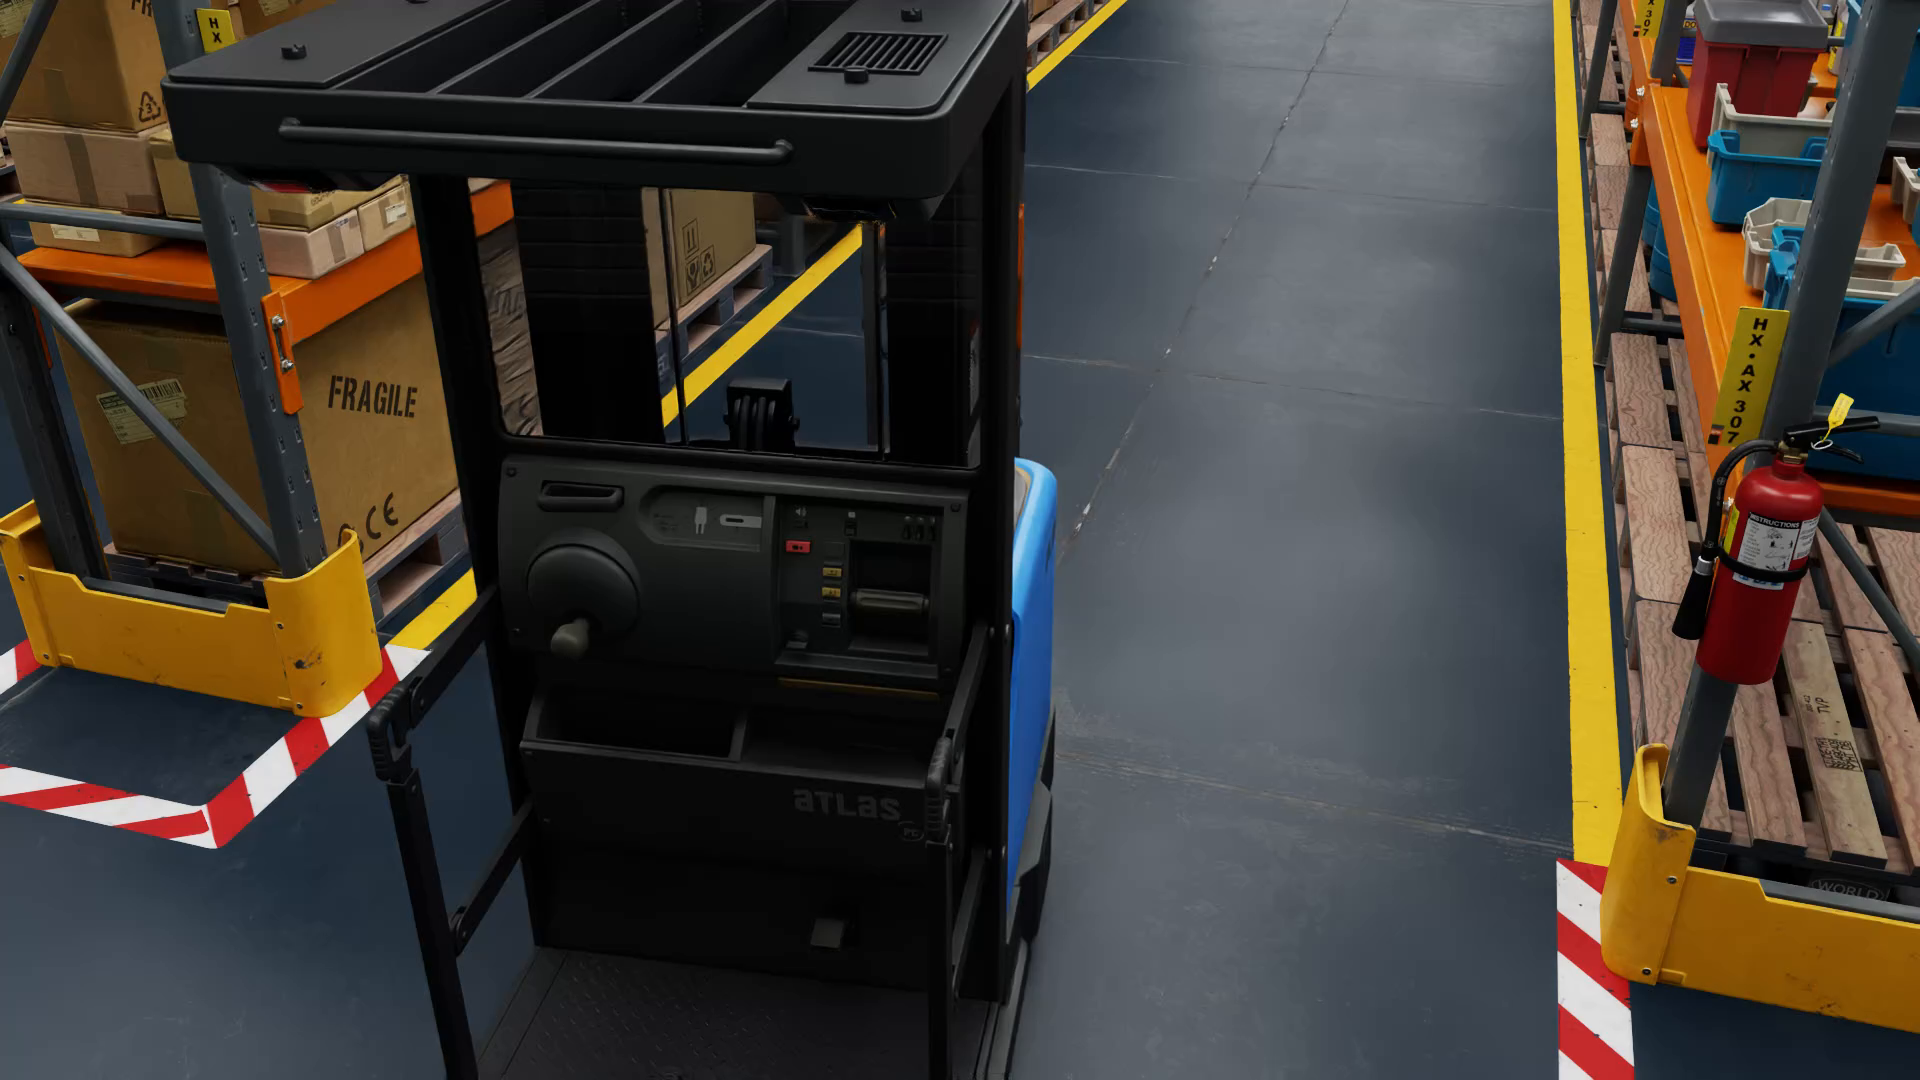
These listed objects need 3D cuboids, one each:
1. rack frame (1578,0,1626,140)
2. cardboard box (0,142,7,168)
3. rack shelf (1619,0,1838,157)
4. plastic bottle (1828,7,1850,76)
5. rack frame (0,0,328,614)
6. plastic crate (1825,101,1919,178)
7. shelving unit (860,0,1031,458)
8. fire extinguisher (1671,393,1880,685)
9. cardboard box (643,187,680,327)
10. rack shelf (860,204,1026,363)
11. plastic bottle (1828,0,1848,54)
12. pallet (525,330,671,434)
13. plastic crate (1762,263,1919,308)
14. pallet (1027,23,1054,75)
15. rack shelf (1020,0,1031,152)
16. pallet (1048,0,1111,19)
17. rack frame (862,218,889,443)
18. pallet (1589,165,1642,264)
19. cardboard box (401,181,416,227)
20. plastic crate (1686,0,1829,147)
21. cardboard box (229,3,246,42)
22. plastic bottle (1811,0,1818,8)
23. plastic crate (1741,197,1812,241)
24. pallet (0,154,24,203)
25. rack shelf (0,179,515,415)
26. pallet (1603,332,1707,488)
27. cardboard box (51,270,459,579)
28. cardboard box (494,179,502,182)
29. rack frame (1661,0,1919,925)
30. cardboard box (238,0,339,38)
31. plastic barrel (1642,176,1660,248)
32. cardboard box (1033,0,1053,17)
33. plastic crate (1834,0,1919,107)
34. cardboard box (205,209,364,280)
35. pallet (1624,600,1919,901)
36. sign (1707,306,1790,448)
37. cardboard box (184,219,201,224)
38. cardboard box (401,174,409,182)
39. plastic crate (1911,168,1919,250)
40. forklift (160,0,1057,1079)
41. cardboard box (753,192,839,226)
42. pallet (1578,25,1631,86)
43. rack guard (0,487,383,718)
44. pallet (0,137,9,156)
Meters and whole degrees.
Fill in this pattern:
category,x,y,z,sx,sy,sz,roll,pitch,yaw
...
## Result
category,x,y,z,sx,sy,sz,roll,pitch,yaw
rack frame,4.597,-3.926,10.222,1.000,3.000,0.127,8,30,15
cardboard box,-5.813,-2.235,9.683,0.380,0.149,0.250,9,30,16
rack shelf,4.010,-2.682,8.726,1.077,0.370,4.000,8,30,15
plastic bottle,3.848,-2.182,7.137,0.144,0.351,0.185,8,30,15
rack frame,-2.486,-0.915,4.809,1.000,3.000,0.127,8,30,15
plastic crate,3.351,-1.415,5.929,0.437,0.125,0.590,8,30,15
shelving unit,-0.049,-0.841,5.601,0.431,2.100,0.503,8,30,15
fire extinguisher,1.770,-0.006,3.639,0.296,0.674,0.183,8,30,15
cardboard box,-1.847,-1.315,7.283,0.875,0.875,0.875,8,30,15
rack shelf,-0.049,-0.829,5.608,0.431,0.518,0.480,8,30,15
plastic bottle,4.030,-2.344,7.505,0.152,0.276,0.135,8,30,15
pallet,-1.966,-0.644,7.191,1.003,0.211,1.213,8,30,15
plastic crate,2.414,-0.657,4.554,0.396,0.136,0.243,8,30,15
pallet,0.093,-3.777,12.823,1.003,0.211,1.213,8,30,15
rack shelf,-0.049,-1.440,5.268,0.431,0.518,0.480,8,30,15
pallet,0.809,-4.911,14.861,1.003,0.211,1.213,8,30,15
rack frame,-0.120,-0.727,5.397,0.400,2.100,0.015,8,30,15
pallet,4.045,-1.770,9.215,1.003,0.211,1.213,8,30,15
cardboard box,-1.918,-1.162,5.511,0.380,0.149,0.250,8,30,14
plastic crate,2.921,-1.742,6.169,0.402,0.464,0.583,8,30,15
cardboard box,-5.259,-3.417,11.446,0.500,0.500,0.500,9,30,16
plastic bottle,4.049,-2.626,8.012,0.152,0.276,0.135,8,30,15
plastic crate,2.541,-0.930,5.045,0.298,0.136,0.250,8,30,15
pallet,-6.187,-1.993,9.615,1.003,0.211,1.213,8,30,15
rack shelf,-1.899,-1.530,6.655,1.077,0.370,4.000,8,30,15
pallet,3.244,-0.501,6.934,1.003,0.211,1.213,8,30,15
cardboard box,-2.375,-0.479,5.779,0.875,0.875,0.875,8,30,15
cardboard box,-1.767,-1.401,5.941,0.380,0.149,0.250,8,30,14
rack frame,2.248,-0.208,3.539,1.000,3.000,0.127,8,30,15
cardboard box,-1.941,-1.724,5.341,0.500,0.500,0.500,8,30,14
plastic barrel,3.806,-1.913,8.330,0.600,0.901,0.708,8,30,15
cardboard box,0.350,-4.571,13.500,0.700,0.500,0.500,11,31,19
plastic crate,3.612,-1.821,6.392,0.392,0.384,0.575,8,30,15
cardboard box,-2.067,-0.923,5.082,0.380,0.149,0.250,9,30,15
pallet,2.528,0.633,4.896,1.003,0.211,1.213,8,30,15
sign,1.718,-0.351,3.627,0.100,0.325,0.005,8,30,15
cardboard box,-2.622,-1.139,5.470,0.380,0.149,0.250,9,30,15
cardboard box,-1.941,-1.406,5.541,0.500,0.250,0.500,8,30,14
plastic crate,3.110,-0.980,5.037,0.416,0.233,0.300,8,30,15
forklift,-0.481,0.108,3.041,1.130,2.935,3.031,5,29,8
cardboard box,-1.143,-2.329,9.105,1.225,0.875,0.875,9,30,15
pallet,5.221,-3.627,12.553,1.003,0.211,1.213,8,30,15
rack guard,-2.493,0.189,5.397,1.175,0.500,0.348,8,30,15
pallet,-5.797,-2.672,10.836,1.003,0.211,1.213,8,30,15
